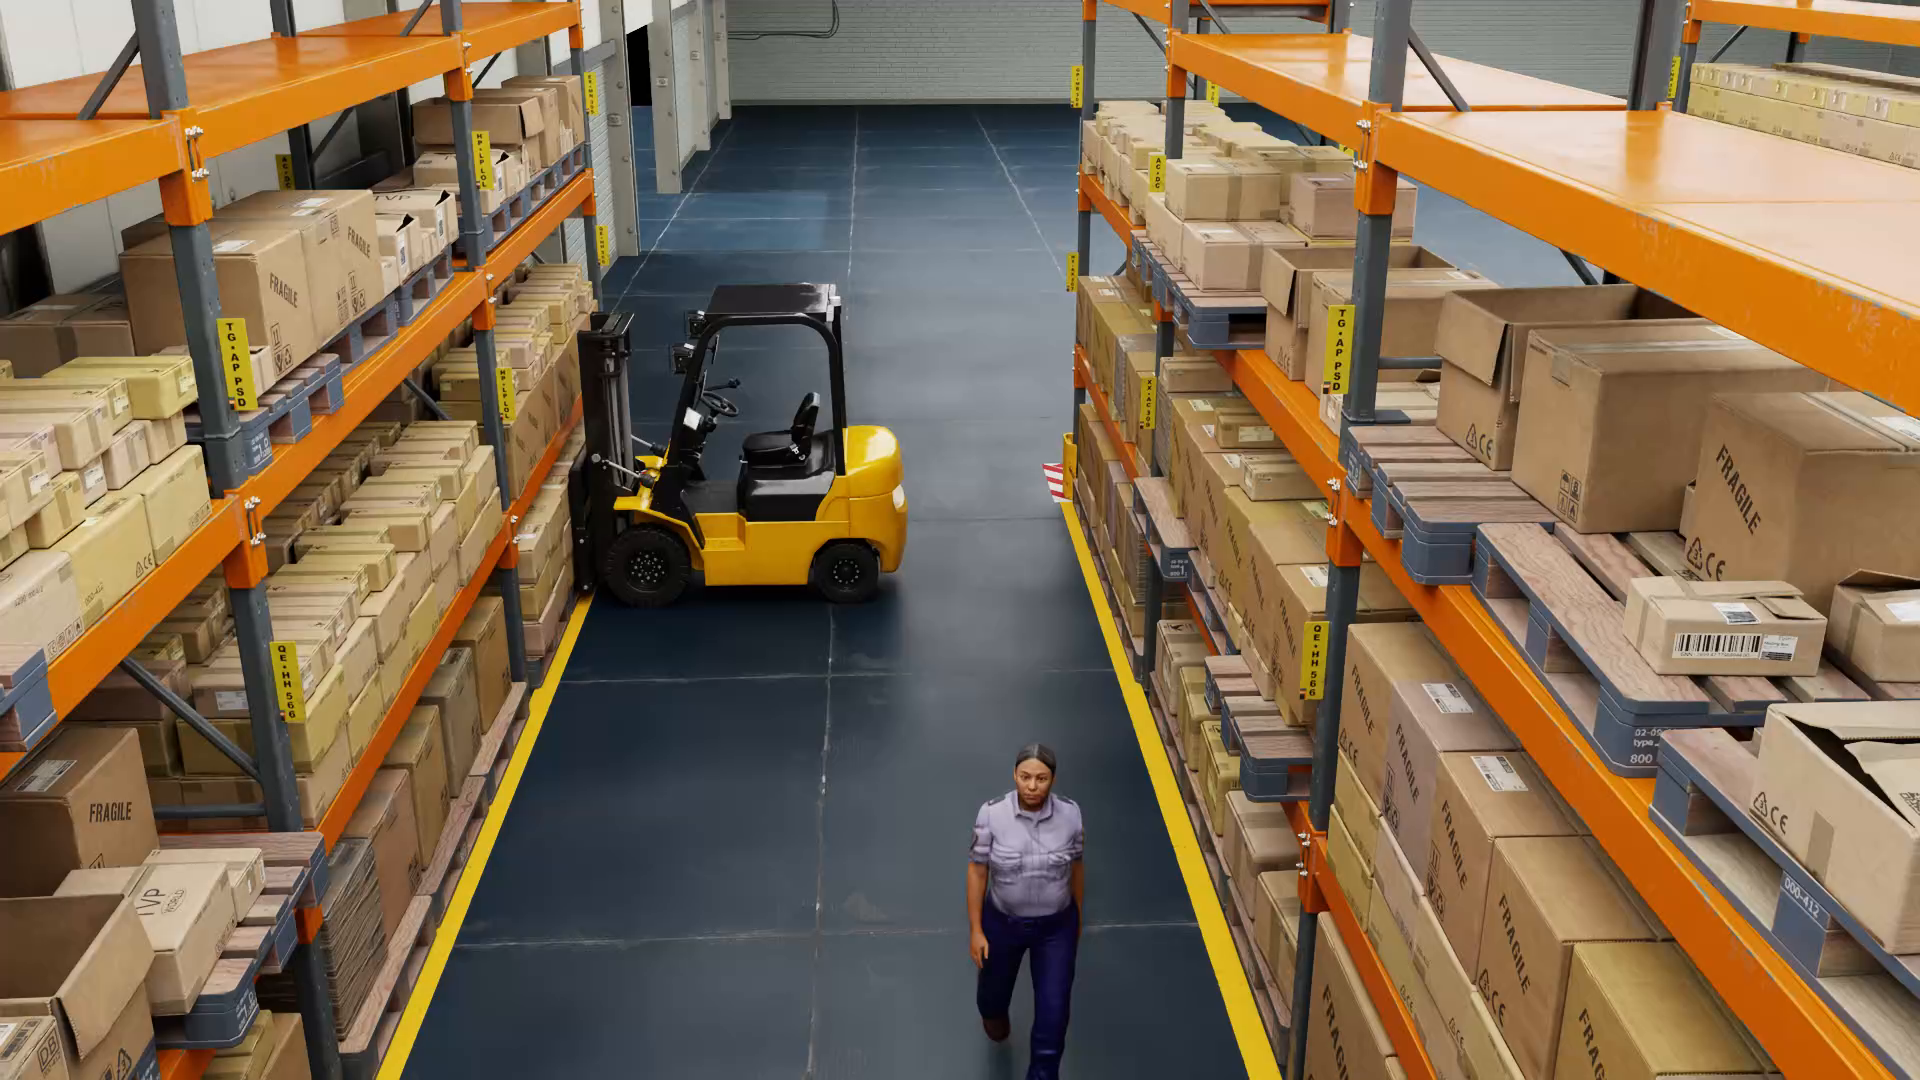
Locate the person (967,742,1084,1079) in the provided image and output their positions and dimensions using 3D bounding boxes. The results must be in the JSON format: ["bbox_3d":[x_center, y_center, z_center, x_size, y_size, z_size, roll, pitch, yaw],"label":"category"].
[{"bbox_3d":[0.271,1.574,6.884,0.488,1.605,0.857,0,21,-1],"label":"person"}]
